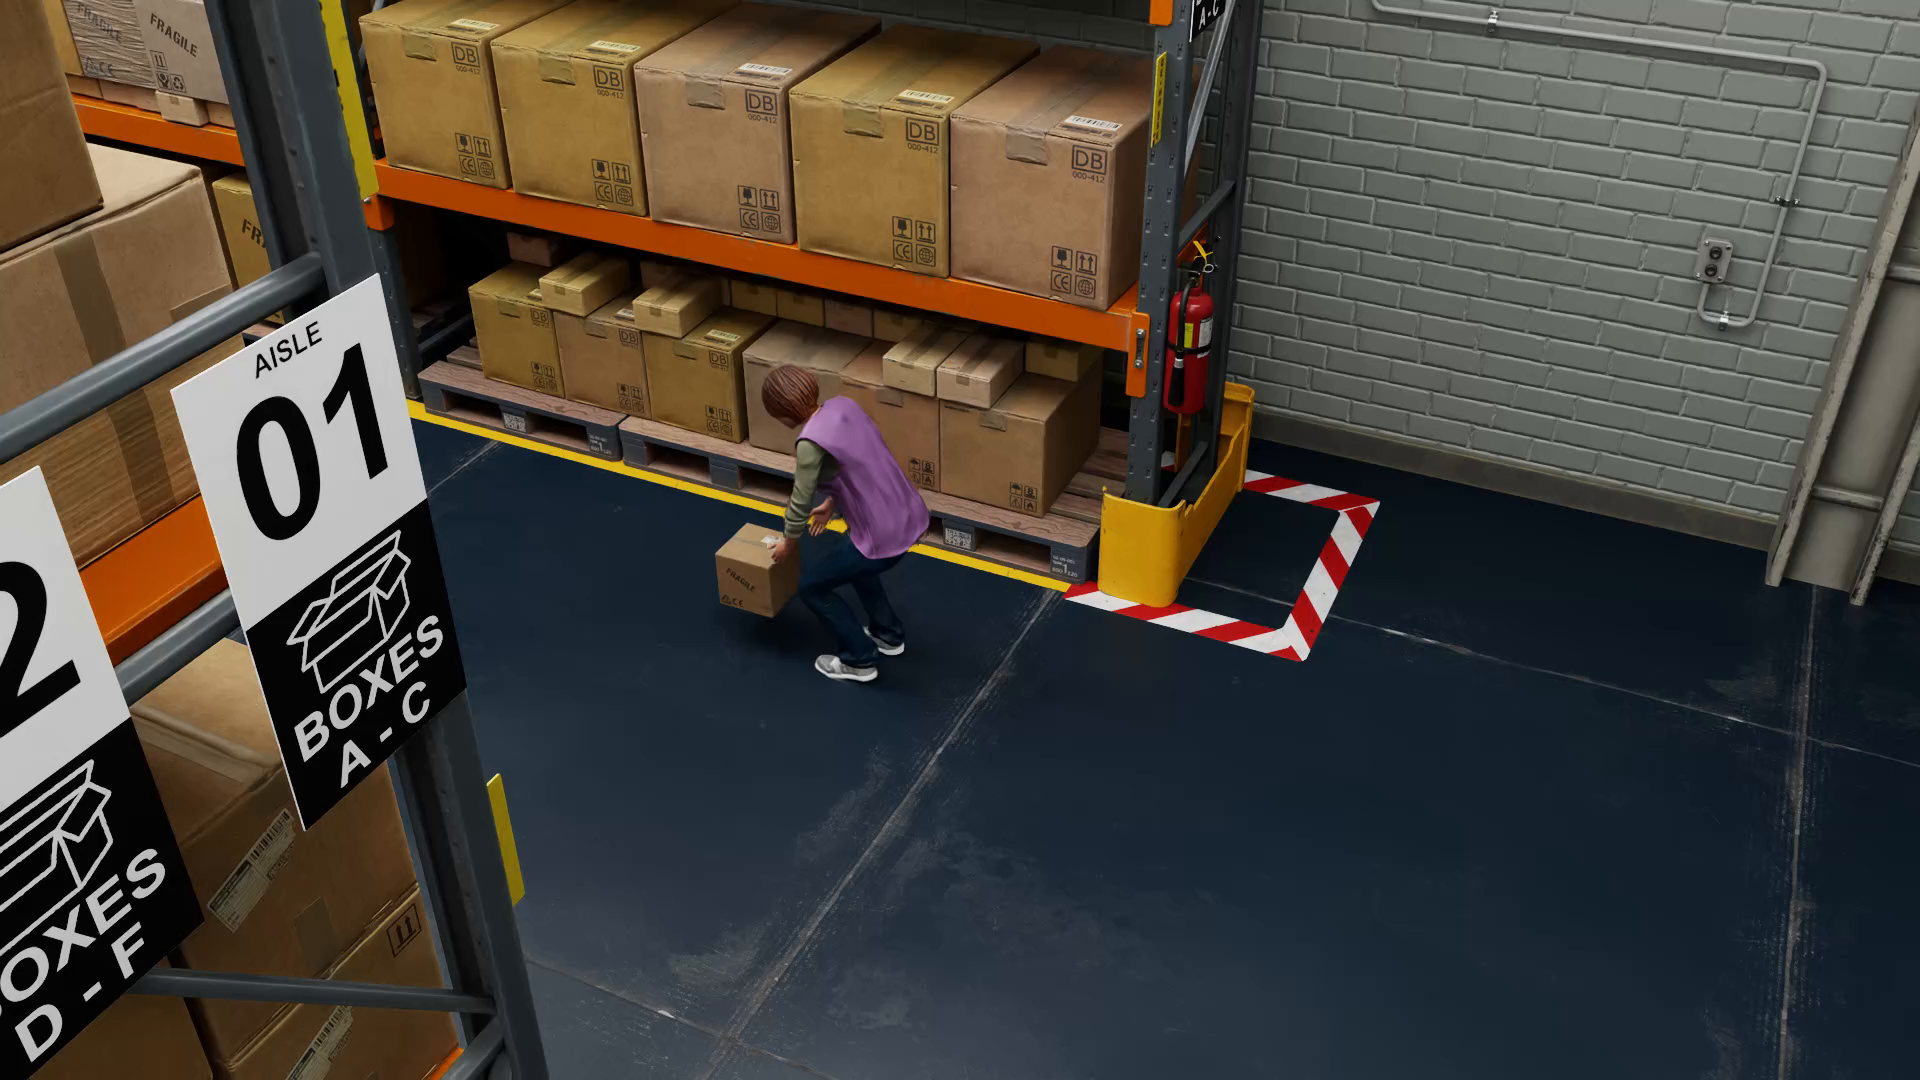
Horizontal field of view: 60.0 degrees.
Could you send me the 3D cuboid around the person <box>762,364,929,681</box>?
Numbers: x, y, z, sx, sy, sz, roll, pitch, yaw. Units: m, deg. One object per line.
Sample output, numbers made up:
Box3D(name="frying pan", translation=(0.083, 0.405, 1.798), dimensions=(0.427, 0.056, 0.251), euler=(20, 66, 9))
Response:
Box3D(name="person", translation=(-0.446, -0.033, 6.462), dimensions=(0.639, 1.310, 0.462), euler=(15, 37, 21))
